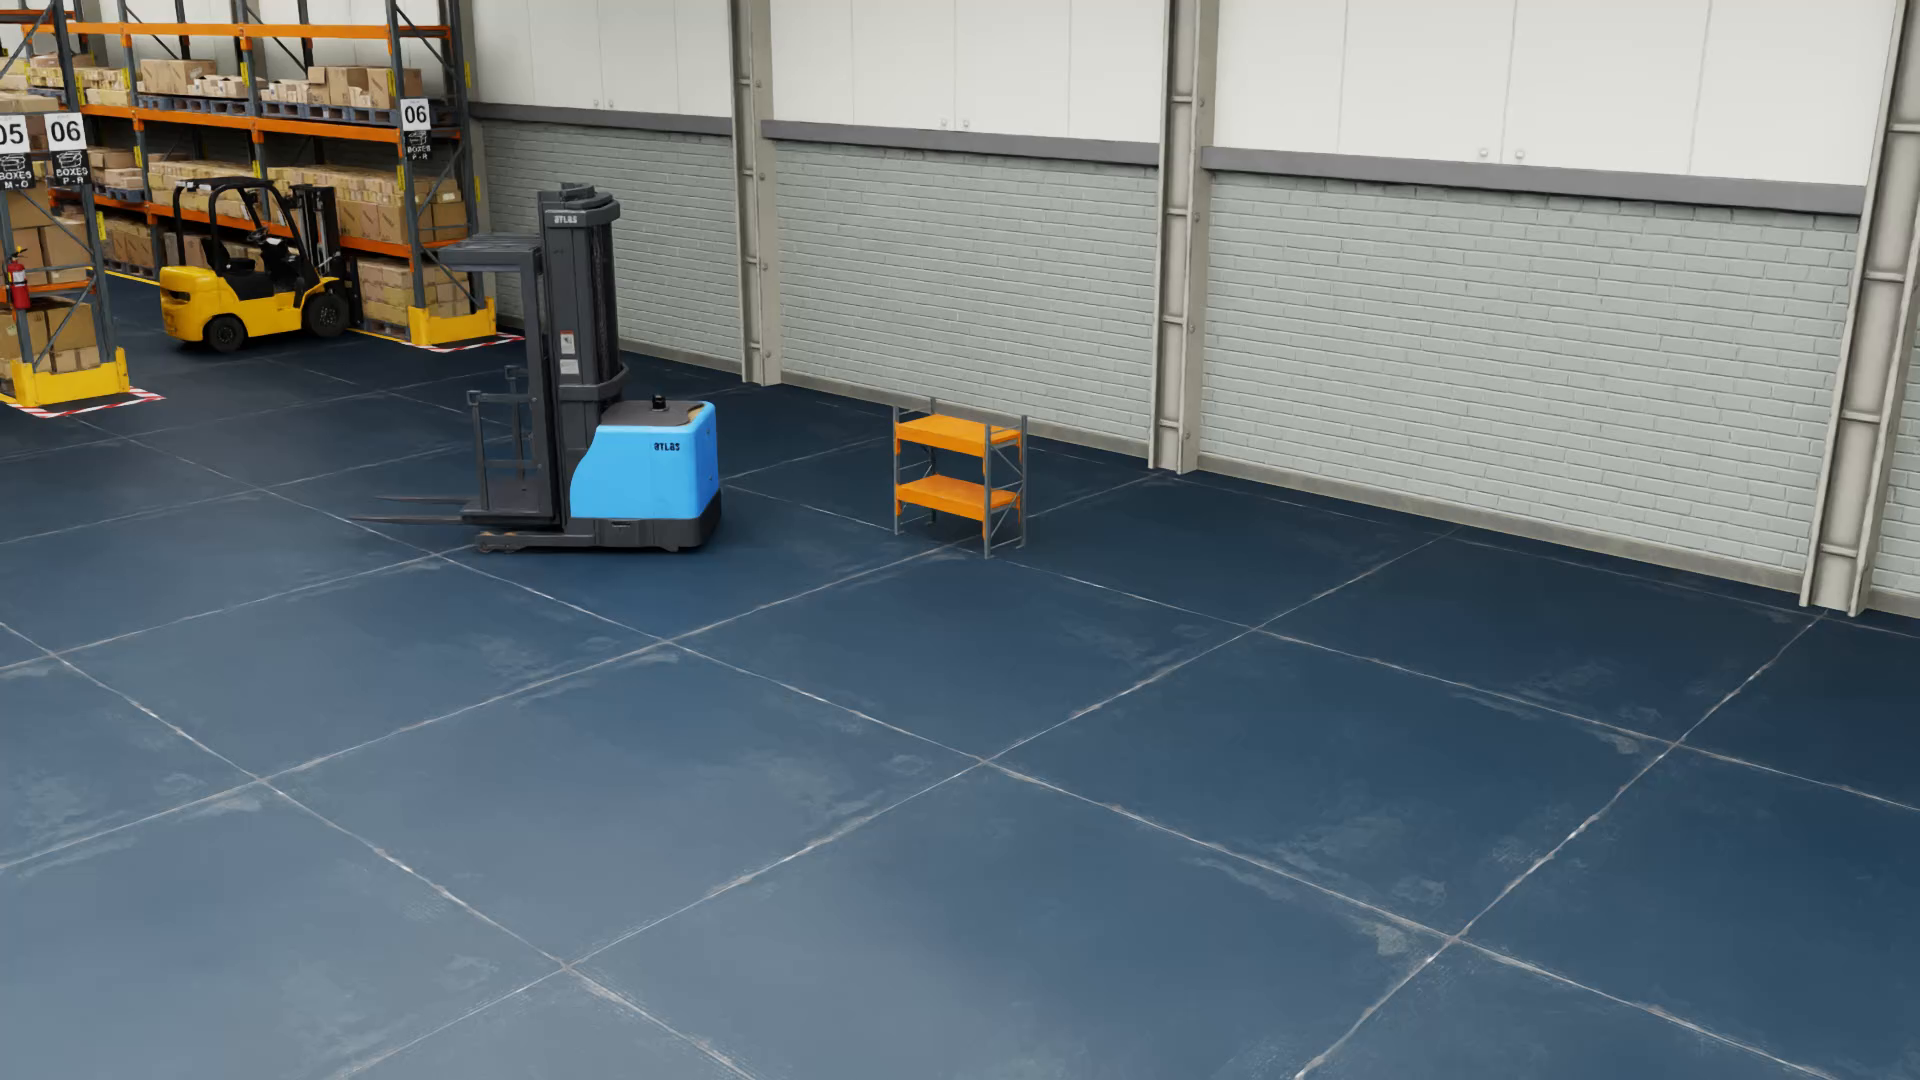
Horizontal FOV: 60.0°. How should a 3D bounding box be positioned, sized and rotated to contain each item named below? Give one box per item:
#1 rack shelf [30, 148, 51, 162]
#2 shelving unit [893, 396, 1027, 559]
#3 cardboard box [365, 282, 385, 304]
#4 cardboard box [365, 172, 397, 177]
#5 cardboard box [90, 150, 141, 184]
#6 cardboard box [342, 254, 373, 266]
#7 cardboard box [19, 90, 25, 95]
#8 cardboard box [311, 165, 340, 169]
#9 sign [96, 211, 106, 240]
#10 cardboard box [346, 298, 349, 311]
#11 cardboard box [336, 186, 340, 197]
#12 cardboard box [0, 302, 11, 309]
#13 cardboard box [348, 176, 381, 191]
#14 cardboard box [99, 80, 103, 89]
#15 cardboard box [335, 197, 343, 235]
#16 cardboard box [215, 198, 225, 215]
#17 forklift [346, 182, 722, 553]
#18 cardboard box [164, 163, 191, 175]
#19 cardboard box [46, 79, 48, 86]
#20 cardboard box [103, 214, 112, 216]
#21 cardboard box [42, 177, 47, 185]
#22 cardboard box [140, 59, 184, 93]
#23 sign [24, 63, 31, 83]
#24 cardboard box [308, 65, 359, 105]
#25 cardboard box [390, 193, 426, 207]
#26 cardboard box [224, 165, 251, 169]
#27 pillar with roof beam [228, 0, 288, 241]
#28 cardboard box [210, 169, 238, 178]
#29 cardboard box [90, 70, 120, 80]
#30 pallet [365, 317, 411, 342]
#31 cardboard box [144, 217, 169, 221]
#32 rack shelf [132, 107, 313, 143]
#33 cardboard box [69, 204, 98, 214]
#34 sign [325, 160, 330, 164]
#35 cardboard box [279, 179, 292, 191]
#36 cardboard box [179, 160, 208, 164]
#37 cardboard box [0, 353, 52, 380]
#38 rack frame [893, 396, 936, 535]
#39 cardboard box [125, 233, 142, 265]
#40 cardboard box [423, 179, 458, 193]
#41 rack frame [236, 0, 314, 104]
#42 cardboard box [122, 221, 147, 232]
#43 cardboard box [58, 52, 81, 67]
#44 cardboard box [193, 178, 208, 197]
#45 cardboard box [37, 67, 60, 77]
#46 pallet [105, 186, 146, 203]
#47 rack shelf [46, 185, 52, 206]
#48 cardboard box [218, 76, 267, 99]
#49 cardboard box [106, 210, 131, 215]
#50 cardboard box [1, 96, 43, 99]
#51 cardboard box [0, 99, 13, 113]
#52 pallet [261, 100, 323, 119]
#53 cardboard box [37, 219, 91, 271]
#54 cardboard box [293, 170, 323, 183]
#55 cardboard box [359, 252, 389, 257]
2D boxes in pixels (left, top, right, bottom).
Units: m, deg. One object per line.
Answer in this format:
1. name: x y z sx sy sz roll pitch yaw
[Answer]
1. rack shelf: -11.744 -4.568 19.776 4.000 0.370 1.077 15 23 39
2. shelving unit: -0.005 -0.538 13.946 1.048 1.125 0.538 15 23 39
3. cardboard box: -7.896 -3.461 23.083 0.500 0.250 0.500 15 23 39
4. cardboard box: -8.204 -5.134 23.602 0.250 0.149 0.380 15 23 40
5. cardboard box: -14.284 -6.344 28.279 0.637 0.503 0.797 14 23 38
6. cardboard box: -8.652 -3.895 23.623 0.500 0.250 0.500 14 23 38
7. cardboard box: -16.578 -7.978 29.747 0.250 0.149 0.380 15 23 39
8. cardboard box: -9.349 -5.449 24.594 0.250 0.149 0.380 14 23 38
9. sign: -9.888 -3.615 19.111 0.005 0.325 0.100 15 23 39
10. cardboard box: -8.655 -3.419 23.778 0.500 0.250 0.500 16 24 41
11. cardboard box: -8.504 -4.889 23.319 0.250 0.149 0.380 15 23 39
12. cardboard box: -11.340 -2.796 19.501 0.250 0.149 0.380 16 24 41
13. cardboard box: -8.188 -4.909 22.891 0.250 0.149 0.380 16 23 41
14. cardboard box: -14.094 -7.591 27.701 0.250 0.149 0.380 15 23 40
15. cardboard box: -8.648 -4.598 23.474 0.500 0.500 0.500 15 23 40
16. cardboard box: -11.230 -5.183 25.732 0.500 0.250 0.500 15 23 40
17. forklift: -3.626 -1.449 13.833 3.031 2.935 1.130 1 18 3
18. cardboard box: -12.487 -5.936 26.620 0.250 0.149 0.380 16 24 41
19. cardboard box: -15.547 -7.932 28.742 0.250 0.149 0.380 15 23 40
20. cardboard box: -15.168 -5.659 29.350 0.250 0.149 0.380 15 23 38
21. cardboard box: -16.338 -6.499 30.048 0.250 0.149 0.380 15 23 40
22. cardboard box: -12.560 -7.334 26.278 0.500 0.500 0.500 15 23 40
23. sign: -16.286 -8.164 29.065 0.005 0.325 0.100 15 23 39
24. cardboard box: -8.561 -6.318 23.071 0.637 0.503 0.797 16 24 41
25. cardboard box: -7.402 -4.566 22.303 0.250 0.149 0.380 15 23 40
26. cardboard box: -11.401 -5.843 26.325 0.250 0.149 0.380 16 24 41
27. pillar with roof beam: -14.224 -7.637 23.299 0.400 9.000 9.100 15 23 39
28. cardboard box: -11.327 -5.631 25.659 0.250 0.149 0.380 15 23 40
29. cardboard box: -14.174 -7.712 27.591 0.250 0.149 0.380 14 23 38
30. pallet: -7.556 -3.018 23.272 1.213 0.211 1.003 15 23 39
31. cardboard box: -13.913 -5.511 28.882 0.250 0.149 0.380 14 23 38
32. rack shelf: -11.444 -6.494 25.847 4.000 0.370 1.077 15 23 39
33. cardboard box: -15.614 -5.898 29.613 0.250 0.149 0.380 14 22 37
34. sign: -9.581 -5.582 25.181 0.005 0.325 0.100 15 23 39
35. cardboard box: -9.690 -5.188 24.262 0.250 0.149 0.380 16 23 41
36. cardboard box: -12.563 -6.147 27.283 0.250 0.149 0.380 16 24 41
37. cardboard box: -11.050 -2.075 19.542 0.500 0.250 0.500 15 23 39
38. rack frame: -0.385 -0.640 14.267 0.032 1.125 0.500 15 23 39
39. cardboard box: -13.766 -4.957 28.211 0.500 0.500 0.500 15 23 38
40. cardboard box: -7.066 -4.817 22.603 0.250 0.149 0.380 14 23 38
41. rack frame: -9.948 -7.866 24.019 0.127 3.000 1.000 15 23 39
42. cardboard box: -14.037 -5.343 28.354 0.250 0.149 0.380 16 24 41
43. cardboard box: -15.657 -8.463 29.241 0.258 0.266 0.396 15 23 38
44. cardboard box: -11.618 -5.525 25.983 0.500 0.250 0.500 15 23 40
45. cardboard box: -15.753 -8.115 28.829 0.250 0.149 0.380 16 23 40
46. pallet: -13.494 -5.838 27.865 1.003 0.211 1.213 15 23 39
47. rack shelf: -17.428 -6.671 31.362 4.000 0.370 1.077 15 23 39
48. cardboard box: -10.651 -6.731 24.692 0.500 0.311 0.500 14 22 38
49. cardboard box: -15.077 -5.823 29.867 0.250 0.149 0.380 15 23 40
50. cardboard box: -10.724 -4.998 19.039 0.250 0.149 0.380 15 23 39
51. cardboard box: -10.697 -4.770 18.322 0.250 0.149 0.380 15 23 40
52. pallet: -9.293 -6.228 23.965 1.213 0.211 1.003 15 23 39
53. cardboard box: -10.419 -3.426 19.292 0.500 0.500 0.500 15 23 38
54. cardboard box: -9.330 -5.217 23.863 0.250 0.149 0.380 16 23 40
55. cardboard box: -8.312 -4.015 24.003 0.500 0.250 0.500 14 23 38
